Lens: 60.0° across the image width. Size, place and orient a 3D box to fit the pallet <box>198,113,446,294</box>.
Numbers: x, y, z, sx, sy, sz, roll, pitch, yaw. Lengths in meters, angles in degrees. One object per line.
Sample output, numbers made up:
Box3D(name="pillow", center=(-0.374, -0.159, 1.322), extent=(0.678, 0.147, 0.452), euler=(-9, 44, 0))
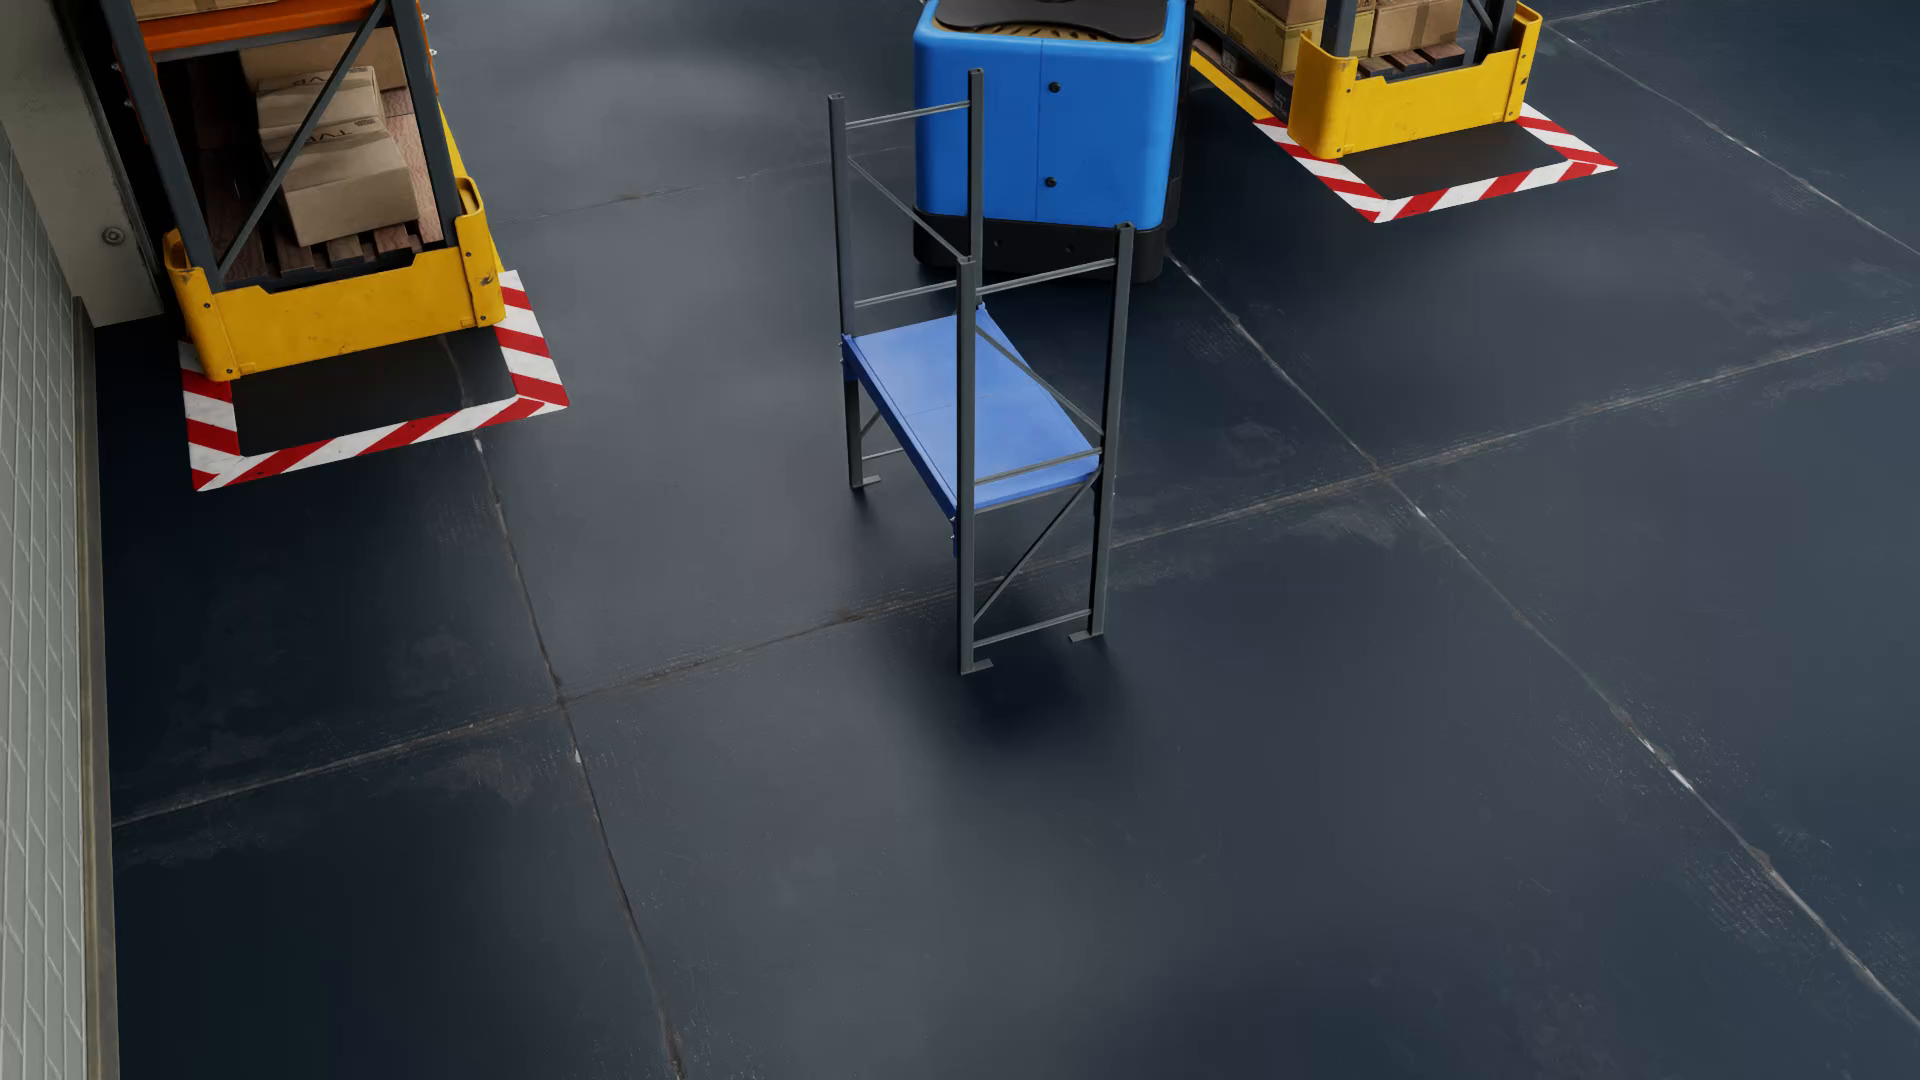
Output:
Box3D(name="pallet", center=(-2.726, -1.429, 7.250), extent=(1.003, 0.211, 1.213), euler=(-15, 43, -17))

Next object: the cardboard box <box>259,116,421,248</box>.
Box3D(name="cardboard box", center=(-2.601, -1.529, 6.952), extent=(0.500, 0.311, 0.500), euler=(-20, 45, -22))

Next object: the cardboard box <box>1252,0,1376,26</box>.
Box3D(name="cardboard box", center=(1.676, -2.830, 7.953), extent=(0.500, 0.500, 0.500), euler=(-15, 43, -17))

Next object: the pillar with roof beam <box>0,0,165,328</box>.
Box3D(name="pillar with roof beam", center=(0.491, -5.497, 5.241), extent=(9.100, 9.000, 0.400), euler=(-15, 43, -17))

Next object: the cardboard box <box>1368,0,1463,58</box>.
Box3D(name="cardboard box", center=(2.156, -2.676, 8.348), extent=(0.500, 0.250, 0.500), euler=(-15, 43, -17))

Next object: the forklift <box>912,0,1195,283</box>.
Box3D(name="forklift", center=(0.543, -3.138, 7.151), extent=(1.130, 2.935, 3.031), euler=(6, 41, 7))

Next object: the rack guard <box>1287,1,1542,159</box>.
Box3D(name="rack guard", center=(2.165, -2.218, 7.946), extent=(1.175, 0.500, 0.348), euler=(-15, 43, -17))

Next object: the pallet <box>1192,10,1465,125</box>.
Box3D(name="pallet", center=(1.825, -2.574, 8.581), extent=(1.003, 0.211, 1.213), euler=(-15, 43, -17))

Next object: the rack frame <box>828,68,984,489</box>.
Box3D(name="rack frame", center=(-0.162, -0.824, 5.557), extent=(0.500, 1.500, 0.032), euler=(-15, 43, -17))

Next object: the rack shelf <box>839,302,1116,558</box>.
Box3D(name="rack shelf", center=(0.033, -0.381, 5.319), extent=(0.538, 0.185, 1.000), euler=(-15, 43, -17))

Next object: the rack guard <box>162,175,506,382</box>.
Box3D(name="rack guard", center=(-2.448, -1.041, 6.577), extent=(1.175, 0.500, 0.348), euler=(-15, 43, -17))

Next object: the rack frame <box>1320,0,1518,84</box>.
Box3D(name="rack frame", center=(2.156, -3.181, 7.148), extent=(1.000, 3.000, 0.127), euler=(-15, 43, -17))

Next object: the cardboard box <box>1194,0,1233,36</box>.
Box3D(name="cardboard box", center=(1.476, -2.845, 8.544), extent=(0.500, 0.250, 0.500), euler=(-15, 43, -17))

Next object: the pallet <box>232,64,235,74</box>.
Box3D(name="pallet", center=(-3.660, -2.899, 8.959), extent=(1.003, 0.211, 1.213), euler=(-15, 43, -17))

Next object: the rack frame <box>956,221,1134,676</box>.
Box3D(name="rack frame", center=(0.227, -0.211, 4.845), extent=(0.500, 1.500, 0.032), euler=(-15, 43, -17))

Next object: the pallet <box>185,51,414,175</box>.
Box3D(name="pallet", center=(-3.189, -2.163, 8.104), extent=(1.003, 0.211, 1.213), euler=(-15, 43, -17))

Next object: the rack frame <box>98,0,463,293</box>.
Box3D(name="rack frame", center=(-2.419, -1.943, 5.708), extent=(1.000, 3.000, 0.127), euler=(-15, 43, -17))

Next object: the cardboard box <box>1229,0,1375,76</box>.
Box3D(name="cardboard box", center=(1.678, -2.547, 8.198), extent=(0.500, 0.250, 0.500), euler=(-15, 43, -17))

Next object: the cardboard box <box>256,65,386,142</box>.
Box3D(name="cardboard box", center=(-2.819, -1.873, 7.352), extent=(0.500, 0.311, 0.500), euler=(-12, 42, -13))

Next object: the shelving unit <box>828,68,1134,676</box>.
Box3D(name="shelving unit", center=(0.033, -0.517, 5.201), extent=(0.538, 1.500, 1.048), euler=(-15, 43, -17))

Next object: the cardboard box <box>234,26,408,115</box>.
Box3D(name="cardboard box", center=(-3.053, -2.399, 7.819), extent=(0.700, 0.500, 0.500), euler=(-18, 44, -20))

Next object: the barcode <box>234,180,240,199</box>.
Box3D(name="barcode", center=(-2.977, -1.444, 6.846), extent=(0.001, 0.075, 0.075), euler=(-15, 43, -17))

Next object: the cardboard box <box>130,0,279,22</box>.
Box3D(name="cardboard box", center=(-2.777, -2.127, 6.022), extent=(0.500, 0.250, 0.500), euler=(-15, 43, -16))

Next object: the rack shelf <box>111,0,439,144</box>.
Box3D(name="rack shelf", center=(-3.184, -2.875, 7.344), extent=(1.077, 0.370, 4.000), euler=(-15, 43, -17))
